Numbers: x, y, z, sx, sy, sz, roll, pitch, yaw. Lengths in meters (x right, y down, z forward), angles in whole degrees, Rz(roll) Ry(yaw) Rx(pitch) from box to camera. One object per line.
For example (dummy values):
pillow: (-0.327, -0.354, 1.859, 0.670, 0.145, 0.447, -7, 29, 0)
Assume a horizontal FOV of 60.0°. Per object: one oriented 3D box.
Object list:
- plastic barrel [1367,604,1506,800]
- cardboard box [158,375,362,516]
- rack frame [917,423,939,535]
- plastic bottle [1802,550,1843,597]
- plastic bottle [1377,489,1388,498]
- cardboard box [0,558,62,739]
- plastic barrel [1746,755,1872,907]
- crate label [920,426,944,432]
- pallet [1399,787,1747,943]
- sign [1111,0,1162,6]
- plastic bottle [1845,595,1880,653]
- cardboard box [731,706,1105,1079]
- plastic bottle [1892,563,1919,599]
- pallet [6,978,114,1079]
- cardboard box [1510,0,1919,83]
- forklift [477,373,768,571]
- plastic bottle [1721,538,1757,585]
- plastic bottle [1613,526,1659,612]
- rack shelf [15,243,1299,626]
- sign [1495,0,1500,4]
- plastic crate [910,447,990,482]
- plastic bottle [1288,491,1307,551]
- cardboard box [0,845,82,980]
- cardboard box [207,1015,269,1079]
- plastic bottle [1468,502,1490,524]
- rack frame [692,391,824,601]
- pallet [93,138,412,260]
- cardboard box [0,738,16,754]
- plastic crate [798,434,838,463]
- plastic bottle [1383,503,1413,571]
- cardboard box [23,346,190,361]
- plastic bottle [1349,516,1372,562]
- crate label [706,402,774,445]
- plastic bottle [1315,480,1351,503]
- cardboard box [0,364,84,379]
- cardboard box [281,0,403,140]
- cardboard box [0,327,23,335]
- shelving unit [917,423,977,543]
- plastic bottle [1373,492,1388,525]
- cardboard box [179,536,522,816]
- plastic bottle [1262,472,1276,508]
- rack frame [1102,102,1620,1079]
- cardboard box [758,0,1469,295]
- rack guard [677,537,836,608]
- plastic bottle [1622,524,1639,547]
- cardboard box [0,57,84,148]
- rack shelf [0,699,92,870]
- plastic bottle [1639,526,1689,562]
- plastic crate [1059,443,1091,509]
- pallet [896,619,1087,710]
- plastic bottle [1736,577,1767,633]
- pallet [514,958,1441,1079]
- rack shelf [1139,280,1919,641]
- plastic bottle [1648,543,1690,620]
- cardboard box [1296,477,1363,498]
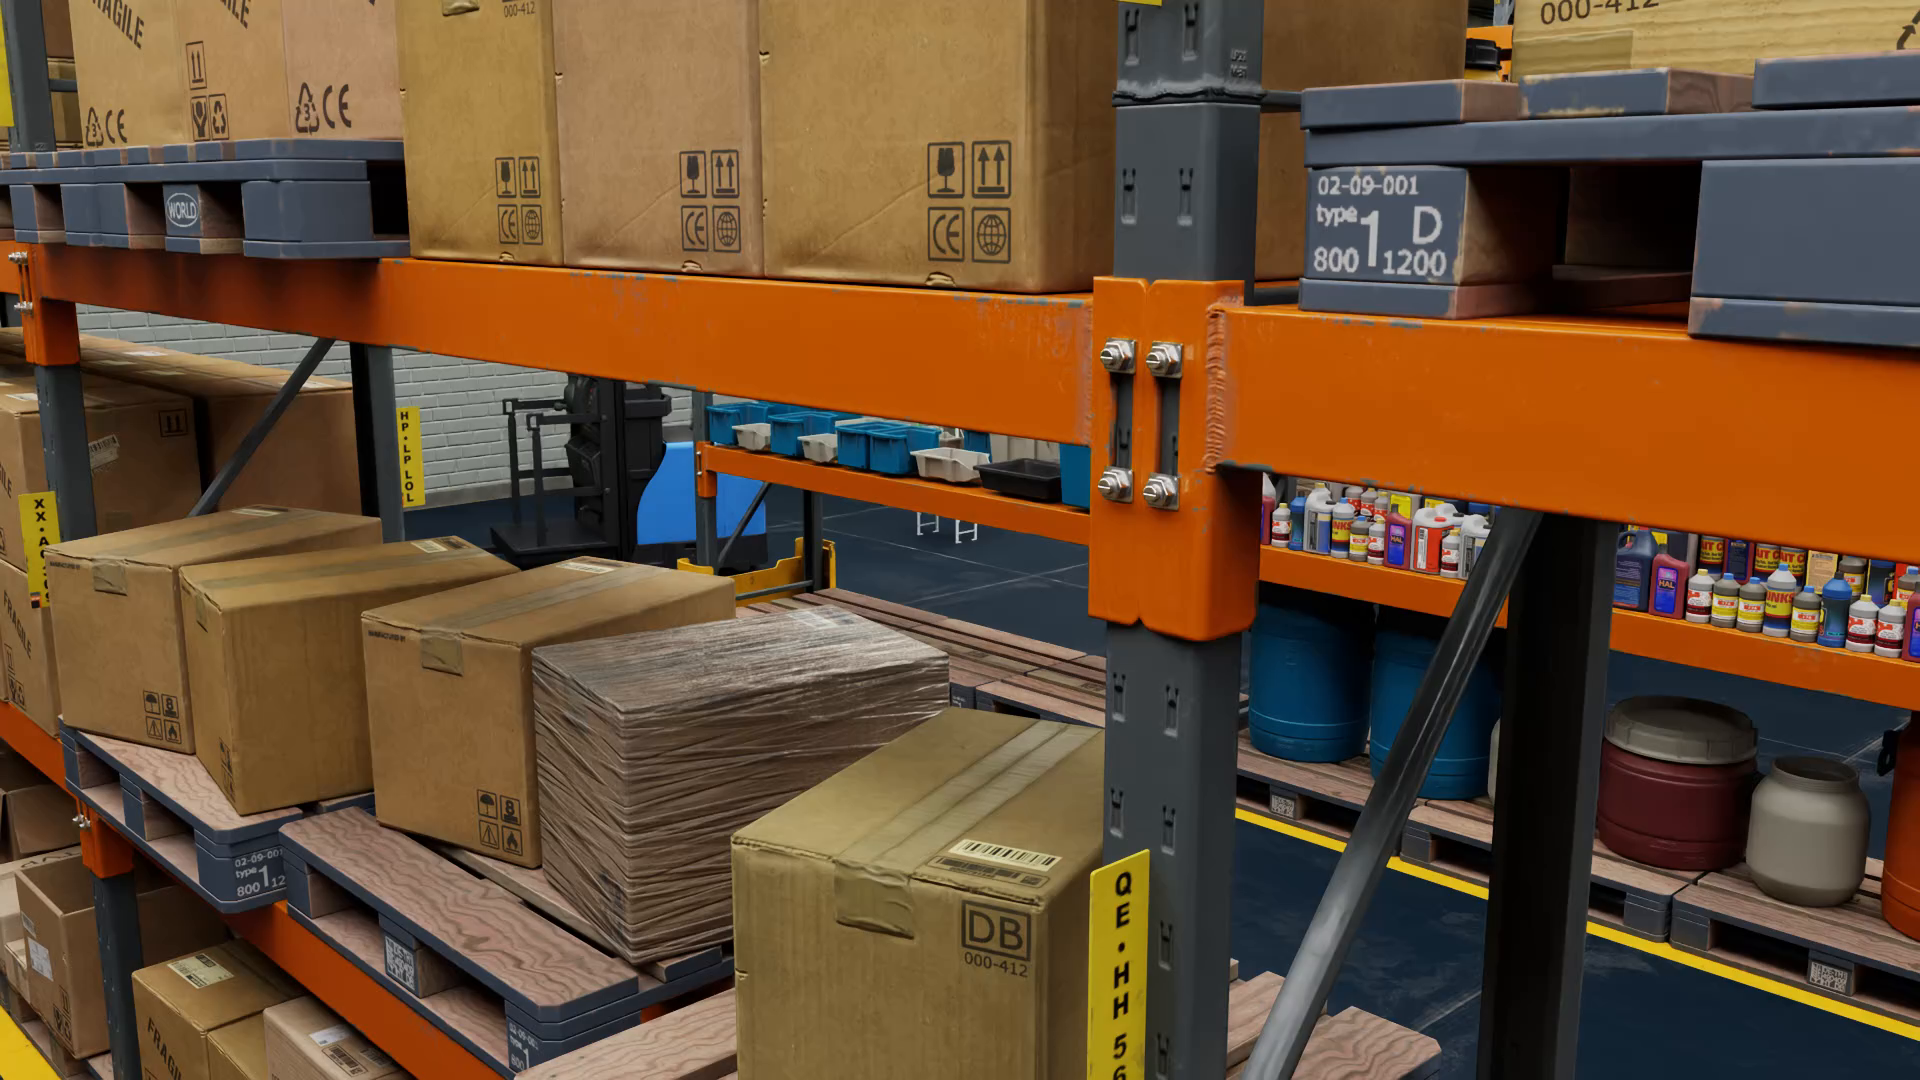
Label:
plastic barrel: (2.238, 0.693, 7.776, 0.600, 0.901, 0.708, -11, 16, -43)
cardboard box: (-2.321, -0.272, 5.570, 0.500, 0.500, 0.500, -10, 16, -41)
rack frame: (-0.283, -0.647, 14.580, 0.240, 1.200, 0.015, -11, 16, -43)
plastic bottle: (3.545, 0.091, 6.825, 0.061, 0.283, 0.133, -11, 16, -43)
plastic bottle: (2.144, -0.188, 8.198, 0.152, 0.276, 0.135, -11, 16, -43)
cardboard box: (-2.730, 0.289, 5.328, 0.500, 0.500, 0.500, -11, 16, -42)
plastic barrel: (3.343, 1.143, 6.555, 0.421, 0.512, 0.421, 0, 12, 0)
crate label: (-0.283, -0.623, 10.508, 0.396, 0.136, 0.243, -11, 16, -43)
pallet: (2.735, 1.348, 7.347, 1.003, 0.211, 1.213, -11, 16, -43)
sign: (0.169, -0.688, 1.603, 0.100, 0.325, 0.005, -11, 16, -43)
plastic bottle: (3.267, 0.300, 6.016, 0.097, 0.201, 0.097, 0, 12, 0)
cardboard box: (0.046, 0.628, 2.641, 0.500, 0.500, 0.700, 6, 13, 26)
plastic bottle: (3.763, 0.154, 6.537, 0.152, 0.276, 0.135, -11, 16, -43)
pallet: (-2.673, 1.641, 5.926, 1.003, 0.211, 1.213, -11, 16, -43)
cardboard box: (0.917, -0.584, 1.710, 0.500, 0.250, 0.500, 10, 15, 41)
forklift: (-3.085, -1.149, 12.723, 3.031, 2.935, 1.130, -5, 13, -24)
plastic bottle: (3.318, 0.043, 7.058, 0.061, 0.283, 0.133, -11, 16, -43)
plastic bottle: (2.691, 0.098, 6.625, 0.144, 0.351, 0.185, -11, 16, -43)
rack shelf: (-0.818, -0.450, 3.510, 1.077, 0.370, 4.000, -11, 16, -43)
sign: (5.470, -5.624, 16.897, 0.100, 0.325, 0.005, -11, 16, -43)
plastic crate: (-0.034, -0.427, 9.556, 0.293, 0.136, 0.466, -11, 16, -43)
plastic bottle: (1.583, -0.091, 7.737, 0.097, 0.271, 0.097, 0, 12, 0)
cardboard box: (-3.316, 1.323, 6.127, 0.500, 0.311, 0.500, -11, 16, -43)
cardboard box: (-1.665, 1.565, 4.487, 0.500, 0.500, 0.500, -11, 16, -42)
plastic bottle: (2.415, -0.092, 7.744, 0.097, 0.271, 0.097, 0, 12, 0)
rack frame: (-1.377, -0.898, 11.338, 1.000, 3.000, 0.127, -11, 16, -43)
pallet: (-1.081, -0.746, 3.631, 1.213, 0.211, 1.003, -11, 16, -43)
cardboard box: (-4.408, 0.845, 7.980, 0.500, 0.500, 0.500, -11, 16, -43)
plastic crate: (-0.814, -0.559, 10.198, 0.250, 0.136, 0.298, -11, 16, -43)
plastic bottle: (1.944, -0.015, 7.339, 0.061, 0.283, 0.133, -11, 16, -43)
cardboard box: (-3.390, -0.497, 6.665, 0.500, 0.500, 0.500, -10, 15, -41)
plastic bottle: (1.810, -0.008, 7.510, 0.097, 0.201, 0.097, 0, 12, 0)
crate label: (-1.444, -0.764, 10.952, 0.416, 0.233, 0.303, -11, 16, -43)
plastic bottle: (1.892, -0.241, 8.457, 0.152, 0.276, 0.135, -11, 16, -43)
cardboard box: (-3.440, -0.349, 5.947, 0.500, 0.500, 0.500, -11, 16, -42)
cardboard box: (-0.982, -1.120, 3.442, 0.600, 0.600, 0.600, 11, 16, 43)
cardboard box: (-4.456, -0.721, 7.750, 0.500, 0.500, 0.500, -11, 16, -43)
shelving unit: (-0.114, -0.612, 14.408, 0.258, 1.200, 0.503, -11, 16, -43)
plastic bottle: (2.067, -0.131, 8.108, 0.097, 0.201, 0.097, 0, 12, 0)
cardboard box: (-1.513, 0.312, 4.174, 0.700, 0.500, 0.500, -8, 14, -34)
plastic bottle: (1.422, -0.188, 8.013, 0.144, 0.351, 0.185, -11, 16, -43)
rack frame: (0.563, 0.959, 2.324, 1.000, 3.000, 0.127, -11, 16, -43)
cardboard box: (0.237, -0.618, 2.297, 0.910, 0.500, 0.500, -11, 16, -43)
rack guard: (-1.403, 0.324, 11.599, 1.175, 0.500, 0.348, -11, 16, -43)
plastic bottle: (3.018, -0.041, 7.300, 0.144, 0.351, 0.185, -11, 16, -43)
cardboard box: (-2.732, -1.299, 4.980, 0.500, 0.250, 0.500, -11, 16, -43)
rack shelf: (-3.581, 0.436, 6.646, 1.077, 0.370, 4.000, -11, 16, -43)
plastic bottle: (3.001, 0.000, 7.101, 0.144, 0.351, 0.185, -11, 16, -43)
plastic crate: (0.817, -0.357, 8.600, 0.392, 0.384, 0.575, -11, 16, -43)
pallet: (0.003, 0.771, 10.145, 1.003, 0.211, 1.213, -11, 16, -43)
plastic bottle: (2.998, 0.243, 6.292, 0.097, 0.201, 0.097, 0, 12, 0)
pallet: (0.044, 0.964, 2.776, 1.213, 0.211, 1.003, -11, 16, -43)
rack shelf: (1.944, 0.134, 0.677, 1.077, 0.370, 4.000, -11, 16, -43)
plastic bottle: (2.771, 0.160, 6.491, 0.061, 0.283, 0.133, -11, 16, -43)
cardboard box: (3.334, -0.539, 13.817, 0.875, 0.875, 0.875, -11, 16, -43)
